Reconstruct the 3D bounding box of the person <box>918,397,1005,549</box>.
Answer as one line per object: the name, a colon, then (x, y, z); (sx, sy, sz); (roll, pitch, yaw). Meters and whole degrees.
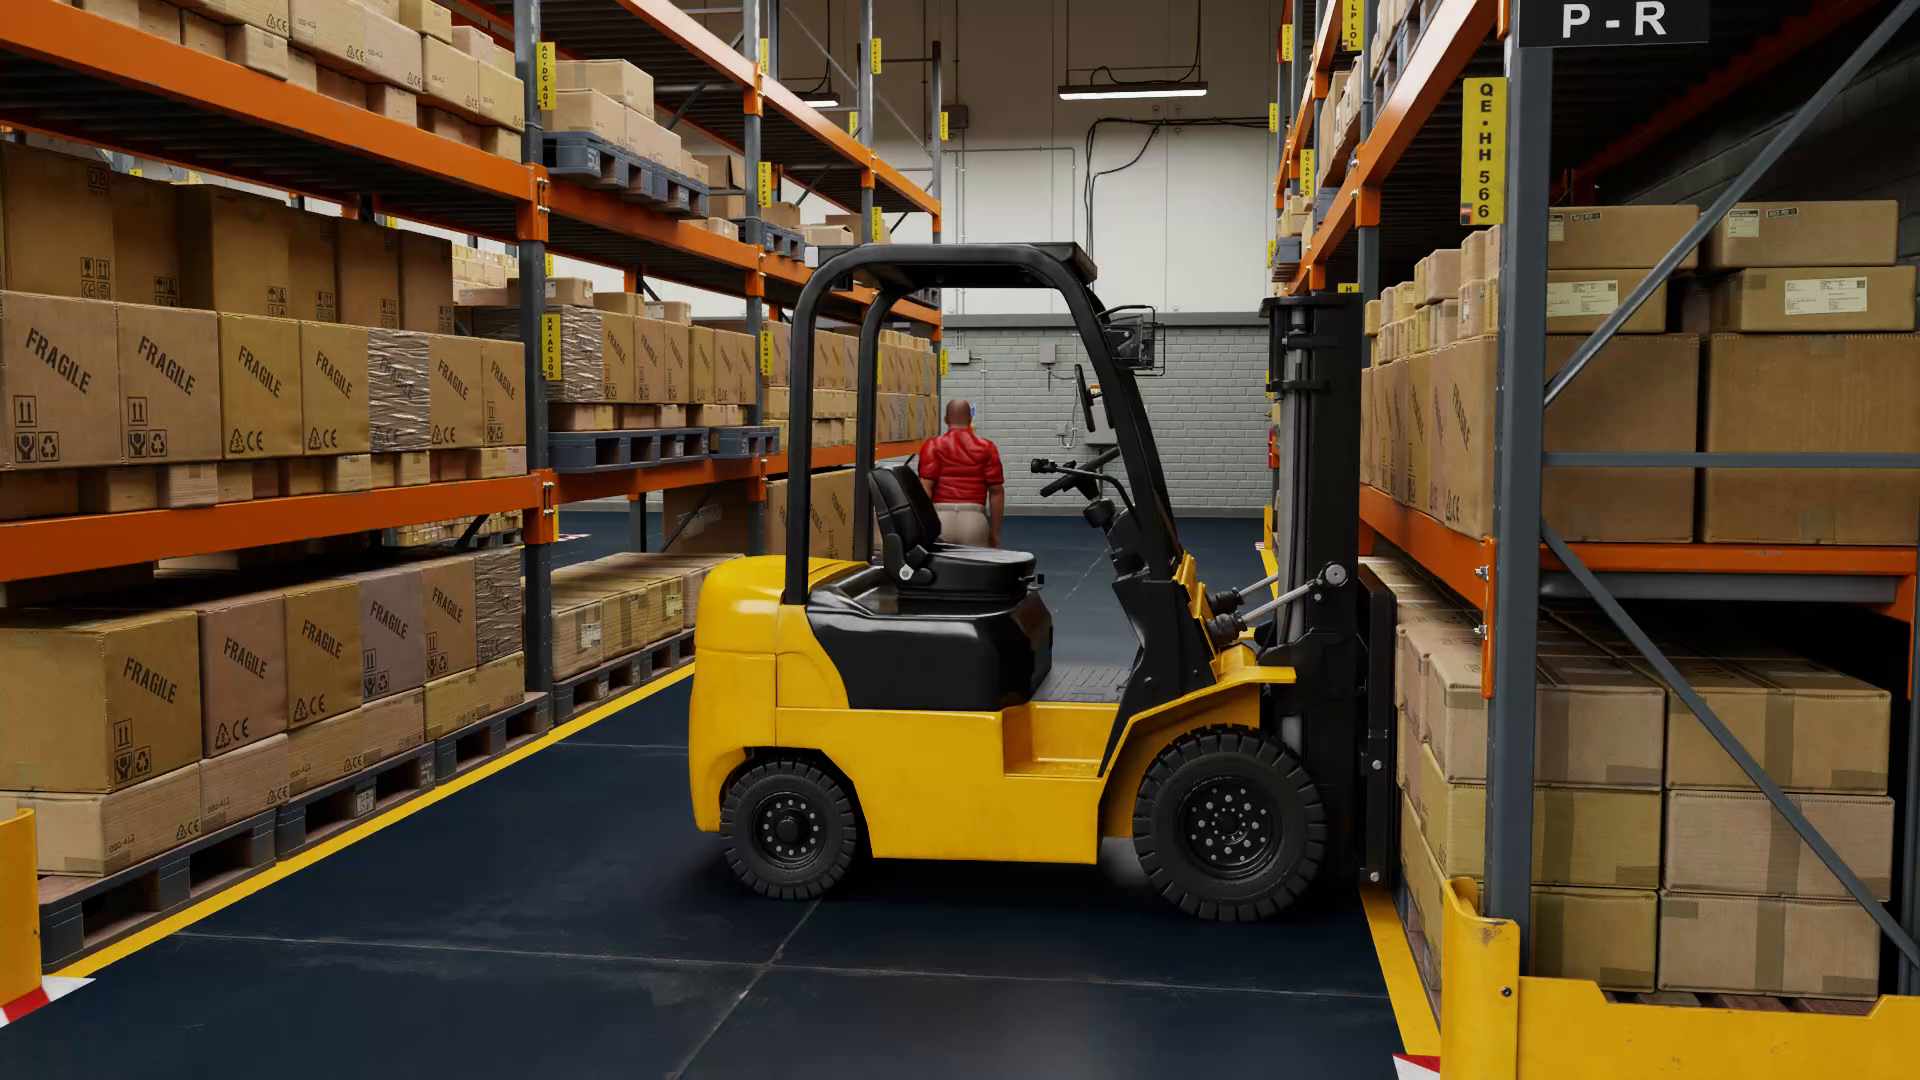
person: (-0.006, -0.060, 10.437); (0.570, 1.663, 0.985); (0, 4, 0)
